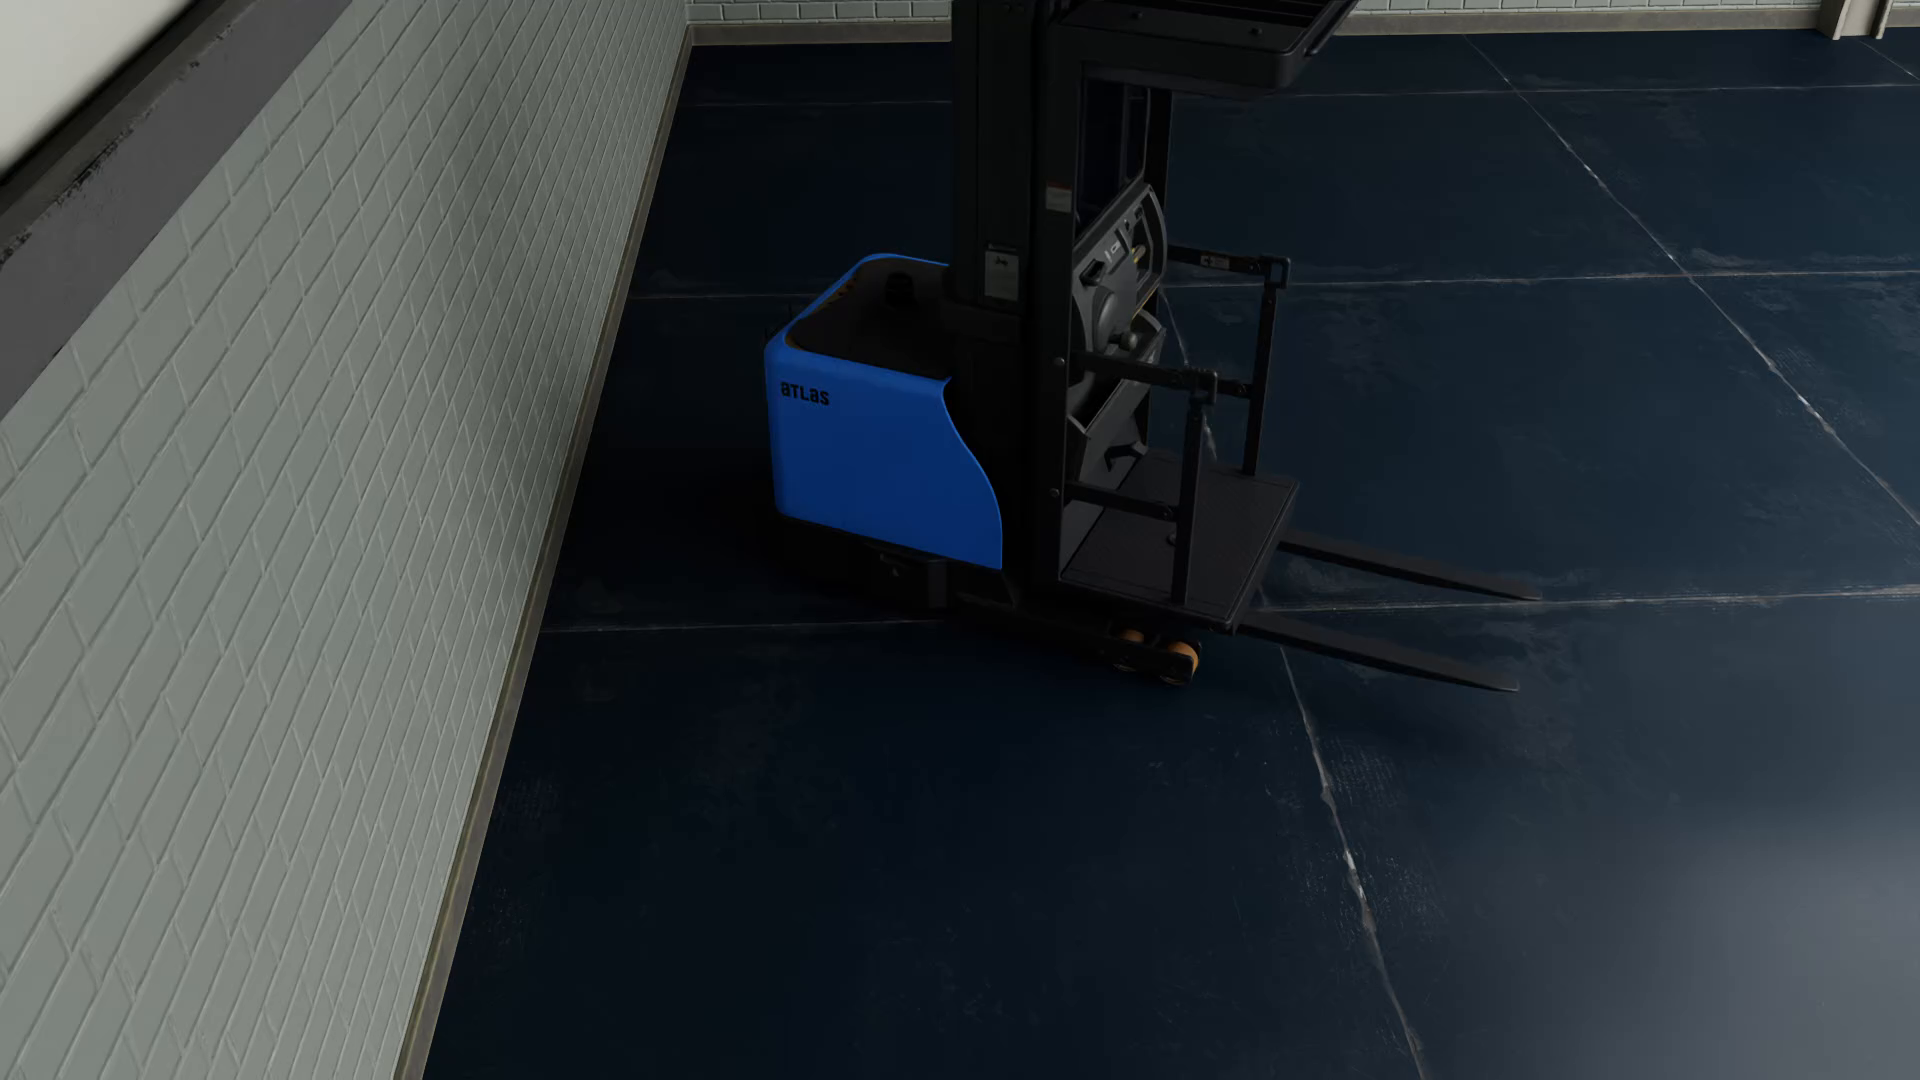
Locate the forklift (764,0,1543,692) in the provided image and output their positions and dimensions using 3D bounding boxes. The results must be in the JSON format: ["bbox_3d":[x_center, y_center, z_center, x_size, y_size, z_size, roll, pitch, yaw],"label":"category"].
[{"bbox_3d":[0.780,-0.991,6.106,3.031,2.935,1.130,14,37,19],"label":"forklift"}]

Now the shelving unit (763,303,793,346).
[{"bbox_3d":[-0.680,-0.565,7.275,0.210,0.900,0.258,14,37,19],"label":"shelving unit"}]

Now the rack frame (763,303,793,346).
[{"bbox_3d":[-0.773,-0.588,7.309,0.006,0.900,0.240,14,37,19],"label":"rack frame"}]

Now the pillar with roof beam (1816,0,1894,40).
[{"bbox_3d":[7.125,-5.208,6.867,0.400,9.000,9.100,-2,35,-2],"label":"pillar with roof beam"}]
